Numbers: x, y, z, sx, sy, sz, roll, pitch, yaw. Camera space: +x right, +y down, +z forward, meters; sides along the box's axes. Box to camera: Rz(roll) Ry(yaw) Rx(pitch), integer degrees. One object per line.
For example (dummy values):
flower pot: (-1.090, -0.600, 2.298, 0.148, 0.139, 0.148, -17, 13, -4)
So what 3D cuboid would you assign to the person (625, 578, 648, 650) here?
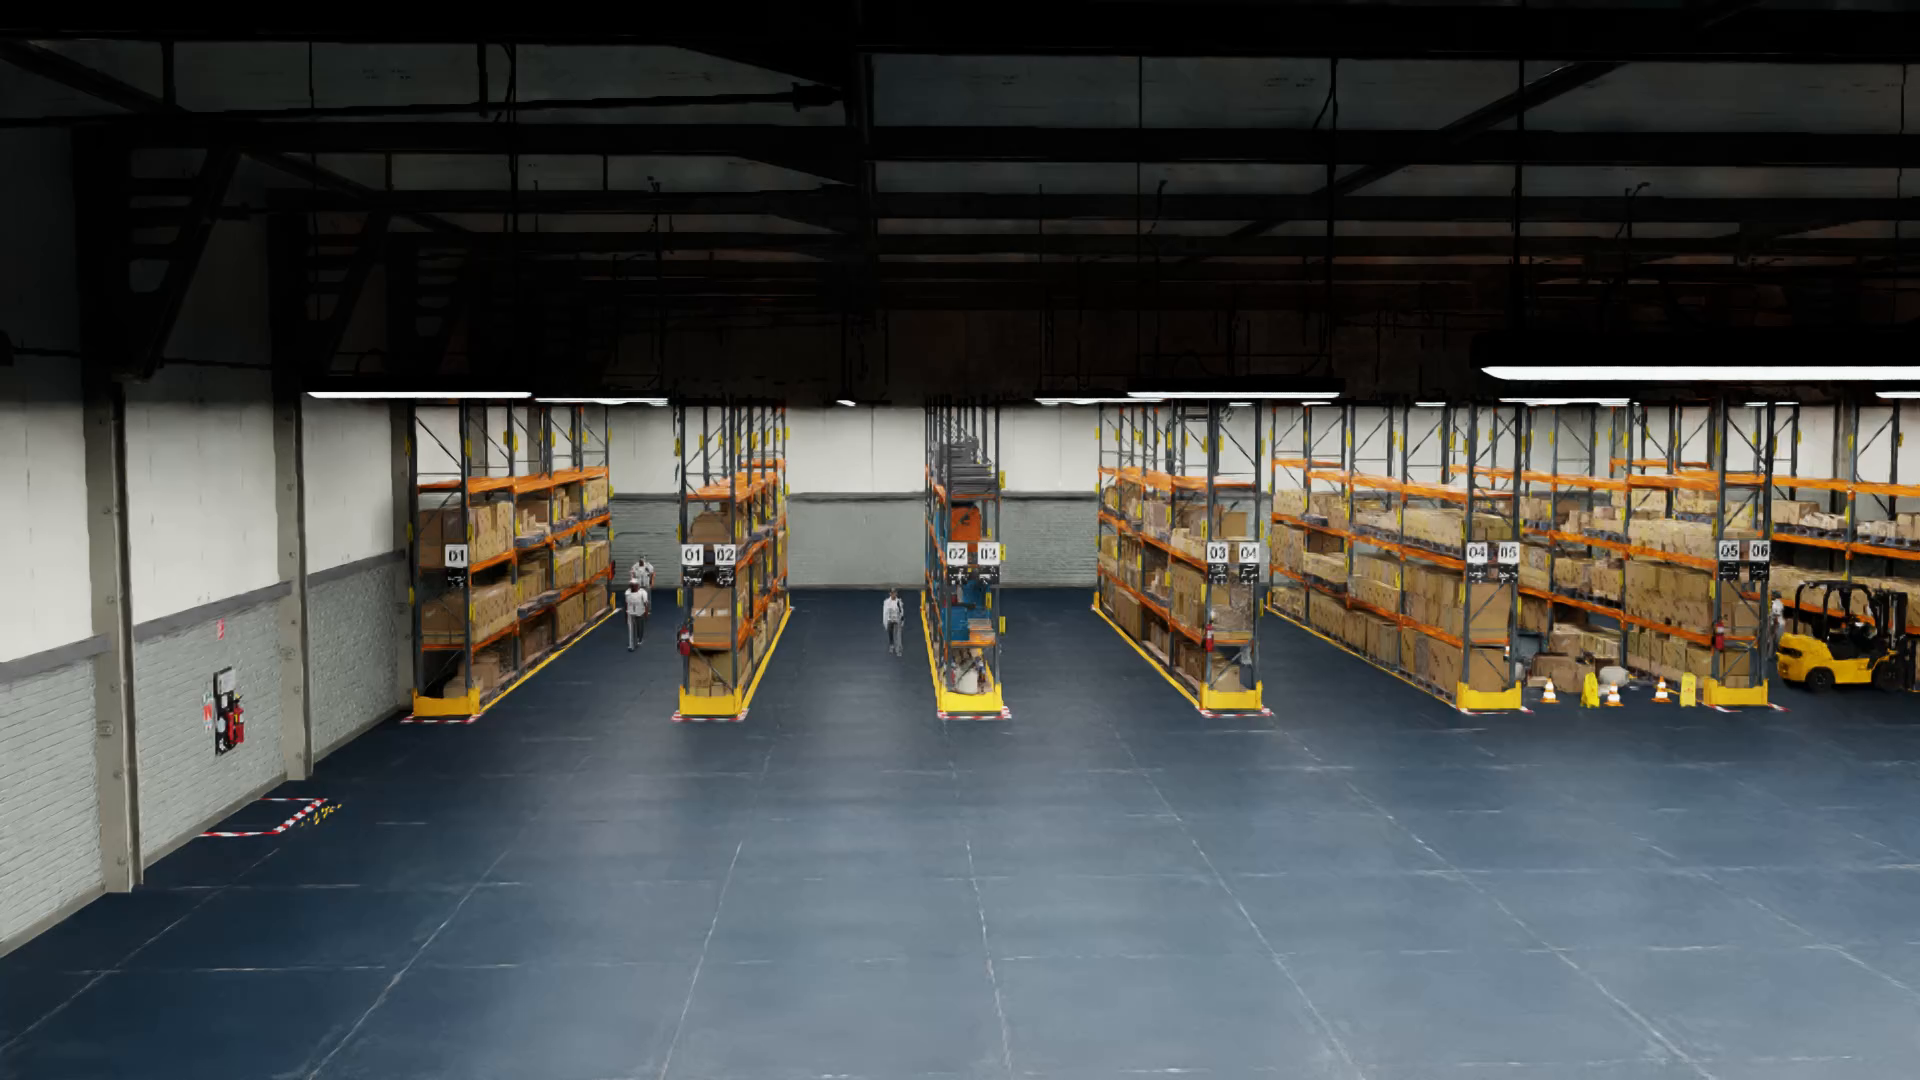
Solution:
person: (-7.708, 1.741, 39.592, 0.589, 1.716, 1.043, 0, 5, -4)

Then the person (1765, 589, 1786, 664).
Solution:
person: (18.295, 1.928, 37.341, 0.551, 1.665, 0.573, 2, 5, 22)

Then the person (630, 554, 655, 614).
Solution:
person: (-8.827, 1.223, 46.235, 0.682, 1.711, 0.536, 0, 5, -5)

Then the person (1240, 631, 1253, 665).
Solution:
person: (6.452, 1.939, 37.168, 0.416, 1.677, 0.537, -3, 5, -32)

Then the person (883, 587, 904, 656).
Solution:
person: (-1.545, 1.863, 38.549, 0.495, 1.586, 1.086, 0, 5, 0)
